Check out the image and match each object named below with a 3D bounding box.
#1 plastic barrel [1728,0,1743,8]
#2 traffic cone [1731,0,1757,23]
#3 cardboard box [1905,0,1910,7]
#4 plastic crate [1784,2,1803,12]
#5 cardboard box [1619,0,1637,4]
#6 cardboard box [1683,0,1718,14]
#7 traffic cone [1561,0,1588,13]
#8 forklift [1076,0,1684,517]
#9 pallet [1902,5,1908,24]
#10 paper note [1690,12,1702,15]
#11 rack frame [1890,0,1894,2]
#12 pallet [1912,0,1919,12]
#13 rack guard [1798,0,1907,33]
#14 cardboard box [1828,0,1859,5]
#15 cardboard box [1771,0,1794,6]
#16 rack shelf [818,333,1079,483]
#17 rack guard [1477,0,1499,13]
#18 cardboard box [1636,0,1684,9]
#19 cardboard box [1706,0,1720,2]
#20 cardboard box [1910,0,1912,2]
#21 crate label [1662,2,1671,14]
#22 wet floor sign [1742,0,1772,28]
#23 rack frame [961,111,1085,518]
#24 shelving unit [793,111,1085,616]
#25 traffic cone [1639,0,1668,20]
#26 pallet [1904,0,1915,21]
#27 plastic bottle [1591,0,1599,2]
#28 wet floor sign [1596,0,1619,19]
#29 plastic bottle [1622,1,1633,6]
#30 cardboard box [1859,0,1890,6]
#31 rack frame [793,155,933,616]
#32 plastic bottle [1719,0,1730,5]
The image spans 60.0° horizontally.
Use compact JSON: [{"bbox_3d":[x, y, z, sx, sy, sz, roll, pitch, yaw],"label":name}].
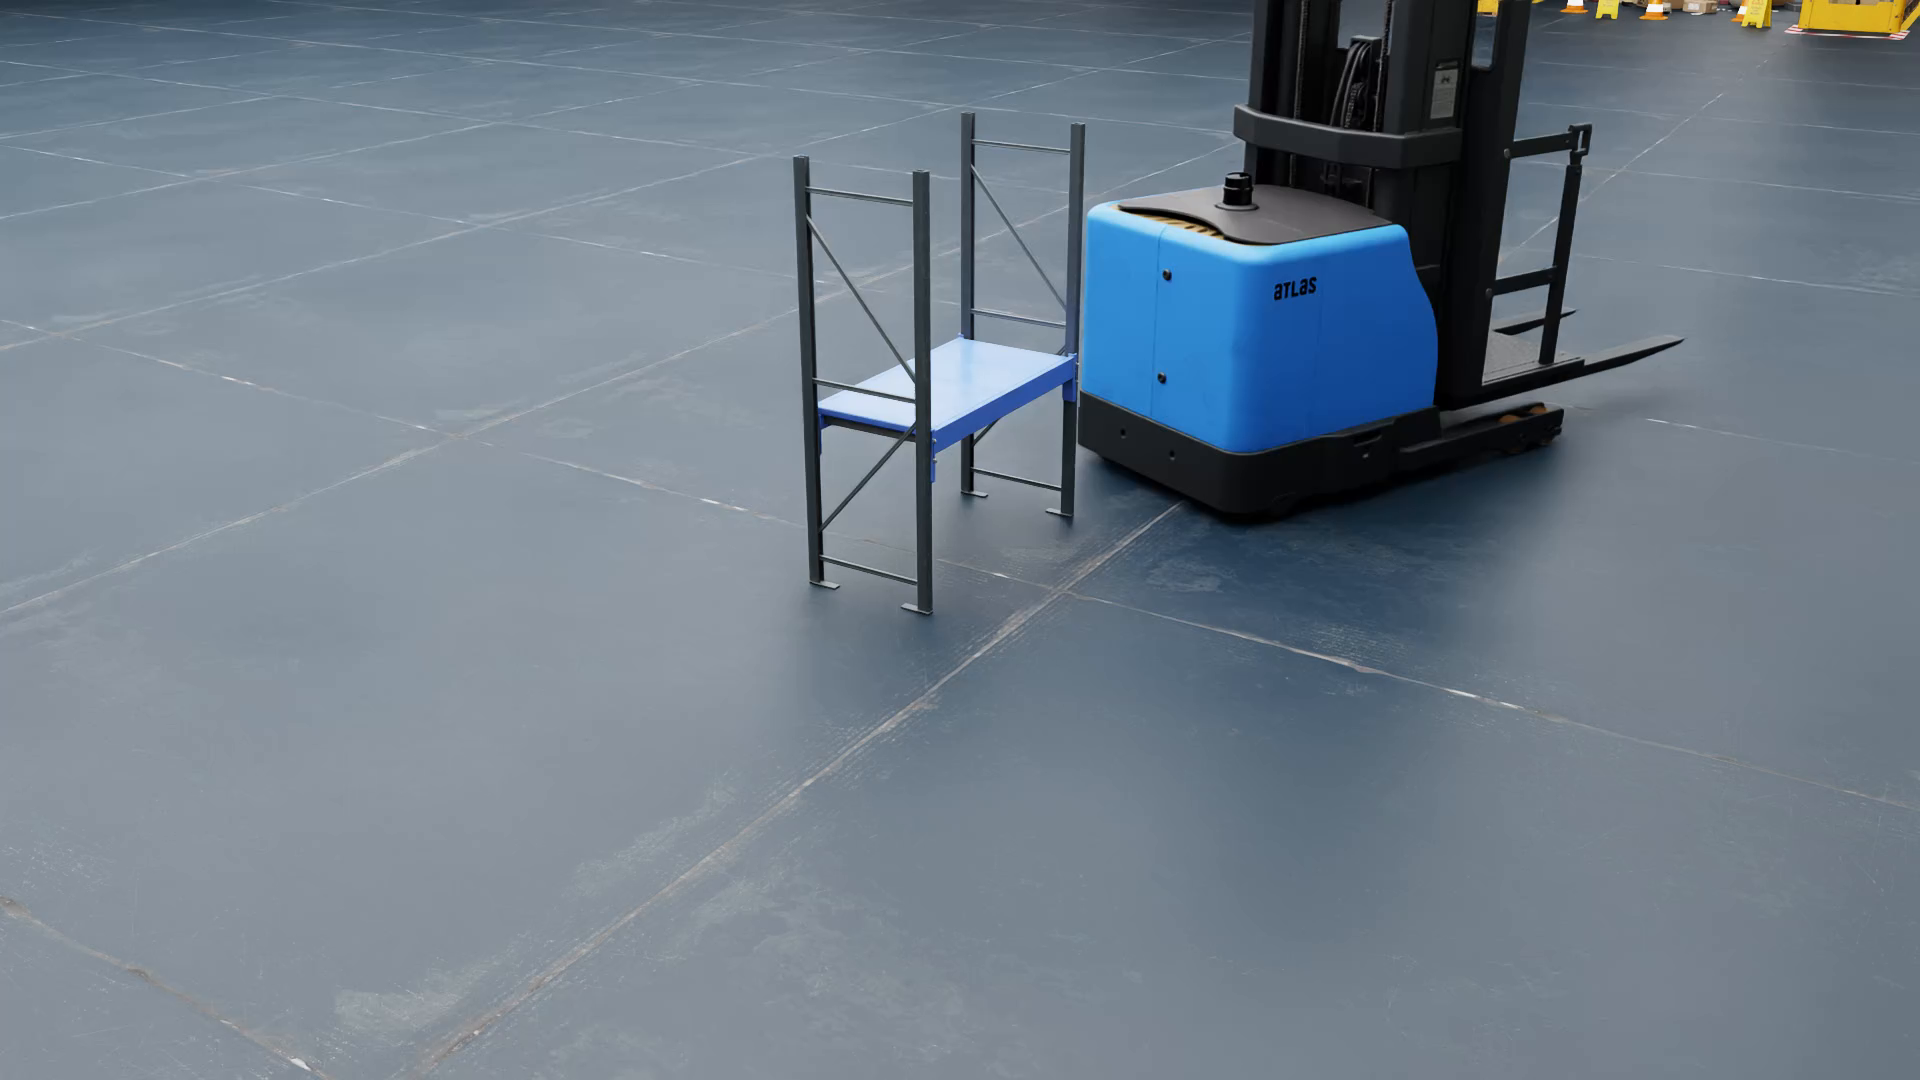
[{"bbox_3d":[11.254,-7.787,23.705,0.421,0.421,0.512,-7,24,-17],"label":"plastic barrel"},{"bbox_3d":[10.581,-7.206,22.313,0.336,0.463,0.334,14,27,29],"label":"traffic cone"},{"bbox_3d":[12.386,-7.271,22.202,0.500,0.250,0.500,15,28,31],"label":"cardboard box"},{"bbox_3d":[12.035,-7.607,23.721,0.402,0.080,0.583,5,24,11],"label":"plastic crate"},{"bbox_3d":[9.960,-8.087,24.597,0.396,0.266,0.258,20,30,38],"label":"cardboard box"},{"bbox_3d":[10.425,-7.512,23.415,0.250,0.149,0.380,-12,26,-26],"label":"cardboard box"},{"bbox_3d":[8.678,-7.676,23.398,0.336,0.463,0.334,14,27,29],"label":"traffic cone"},{"bbox_3d":[2.000,-1.870,6.881,3.031,2.935,1.130,-15,28,-31],"label":"forklift"},{"bbox_3d":[11.949,-6.968,22.079,1.003,0.211,1.213,14,27,29],"label":"pallet"},{"bbox_3d":[10.258,-7.329,23.140,0.148,0.019,0.142,5,24,11],"label":"paper note"},{"bbox_3d":[11.450,-7.955,20.850,1.000,3.000,0.127,14,27,29],"label":"rack frame"},{"bbox_3d":[13.236,-7.791,23.982,1.003,0.211,1.213,14,27,29],"label":"pallet"},{"bbox_3d":[11.490,-6.833,21.406,1.175,0.500,0.348,14,27,29],"label":"rack guard"},{"bbox_3d":[11.661,-7.223,22.092,0.500,0.250,0.500,14,27,29],"label":"cardboard box"},{"bbox_3d":[11.839,-8.082,24.288,0.500,0.500,0.500,-7,24,-17],"label":"cardboard box"},{"bbox_3d":[-0.045,-0.494,5.957,0.538,0.185,1.000,14,27,29],"label":"rack shelf"},{"bbox_3d":[7.179,-7.803,23.645,1.175,0.500,0.348,14,27,29],"label":"rack guard"},{"bbox_3d":[10.226,-7.933,23.941,0.797,0.503,0.637,-3,24,-7],"label":"cardboard box"},{"bbox_3d":[11.307,-8.225,24.915,0.258,0.266,0.396,-3,24,-7],"label":"cardboard box"},{"bbox_3d":[12.664,-7.458,22.633,0.500,0.250,0.500,16,28,32],"label":"cardboard box"},{"bbox_3d":[9.821,-7.453,23.293,0.250,0.136,0.298,1,23,2],"label":"crate label"},{"bbox_3d":[10.441,-7.035,21.687,0.232,0.644,0.267,-17,29,-35],"label":"wet floor sign"},{"bbox_3d":[0.223,-0.831,6.282,0.500,1.500,0.032,14,27,29],"label":"rack frame"},{"bbox_3d":[-0.045,-0.659,5.886,0.538,1.500,1.048,14,27,29],"label":"shelving unit"},{"bbox_3d":[9.459,-7.324,22.586,0.336,0.463,0.334,14,27,29],"label":"traffic cone"},{"bbox_3d":[12.593,-7.378,23.027,1.003,0.211,1.213,14,27,29],"label":"pallet"},{"bbox_3d":[9.561,-8.054,24.777,0.283,0.061,0.133,5,24,11],"label":"plastic bottle"},{"bbox_3d":[8.859,-7.453,22.654,0.267,0.644,0.232,9,25,20],"label":"wet floor sign"},{"bbox_3d":[9.741,-7.839,24.280,0.133,0.061,0.283,5,24,11],"label":"plastic bottle"},{"bbox_3d":[12.111,-7.100,21.808,0.500,0.250,0.500,14,27,29],"label":"cardboard box"},{"bbox_3d":[-0.313,-0.488,5.489,0.500,1.500,0.032,14,27,29],"label":"rack frame"},{"bbox_3d":[11.286,-7.914,24.454,0.133,0.061,0.283,20,30,38],"label":"plastic bottle"}]
